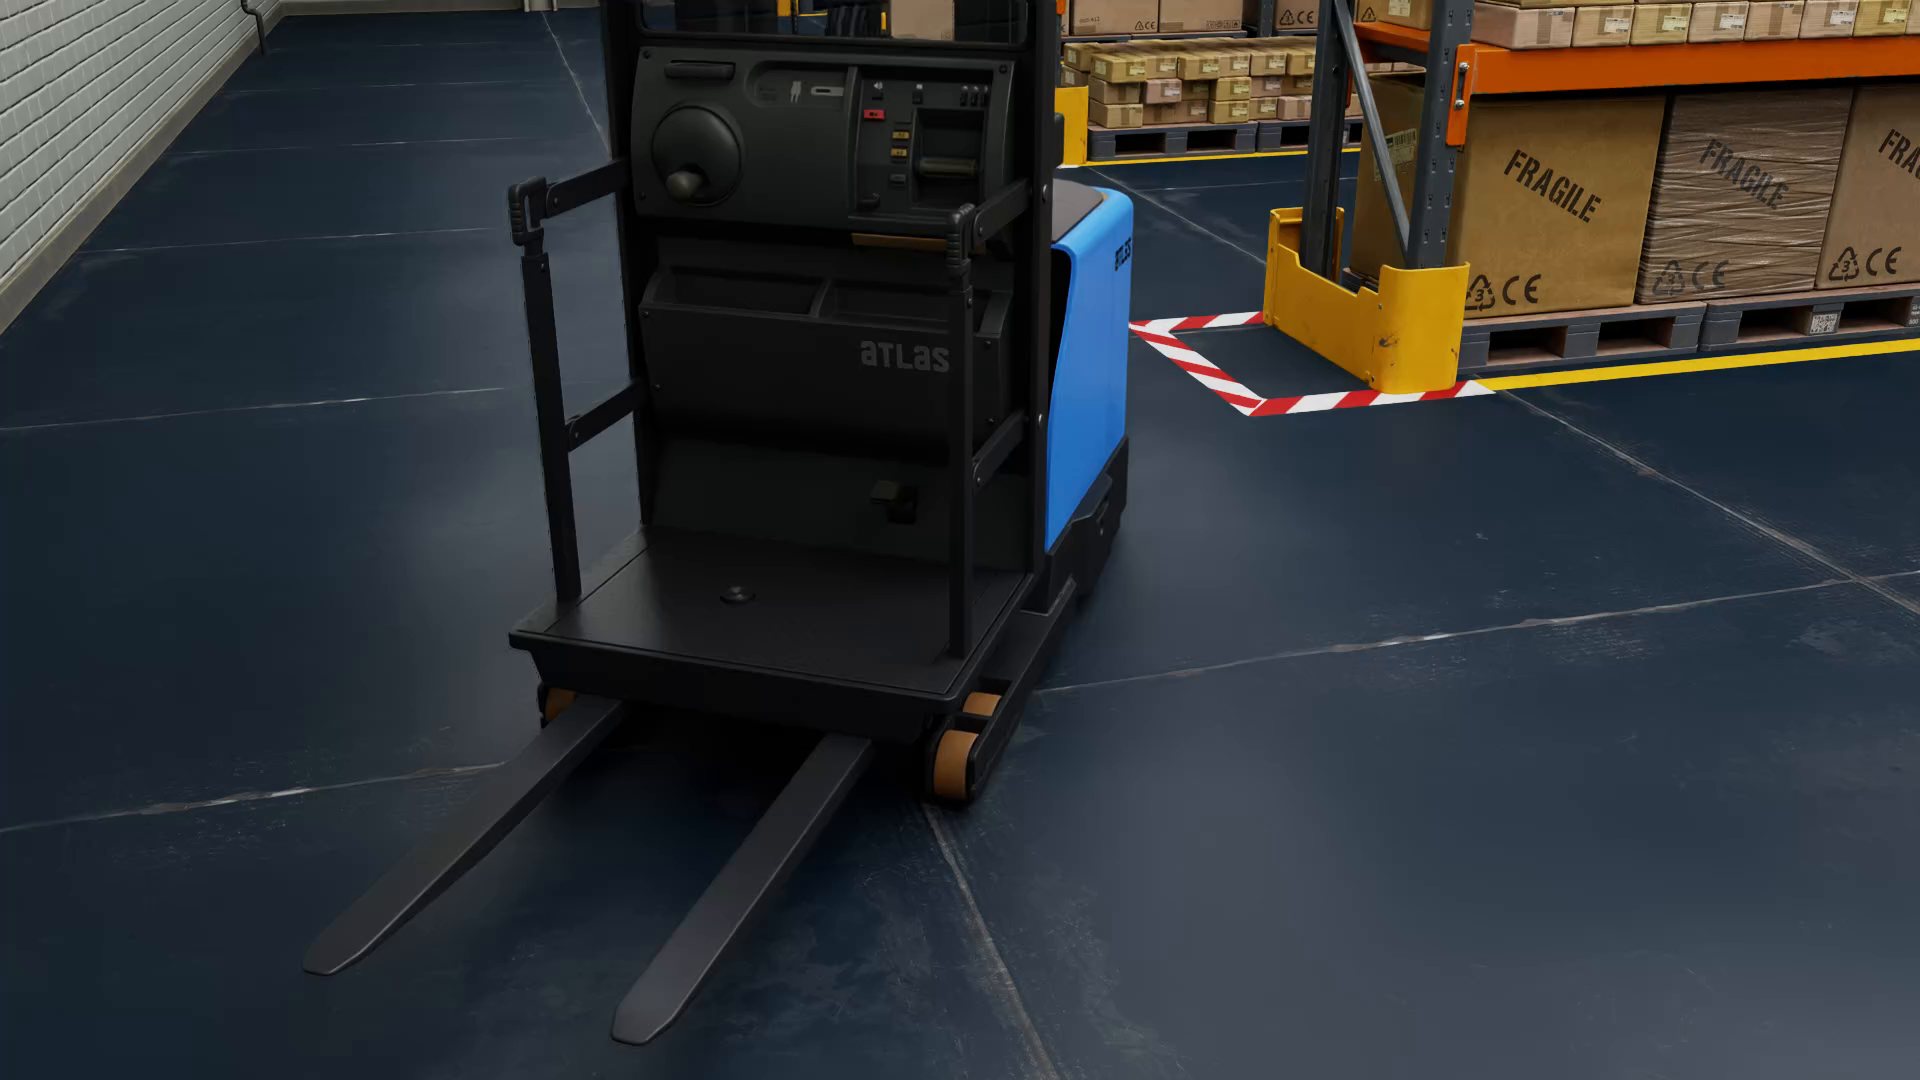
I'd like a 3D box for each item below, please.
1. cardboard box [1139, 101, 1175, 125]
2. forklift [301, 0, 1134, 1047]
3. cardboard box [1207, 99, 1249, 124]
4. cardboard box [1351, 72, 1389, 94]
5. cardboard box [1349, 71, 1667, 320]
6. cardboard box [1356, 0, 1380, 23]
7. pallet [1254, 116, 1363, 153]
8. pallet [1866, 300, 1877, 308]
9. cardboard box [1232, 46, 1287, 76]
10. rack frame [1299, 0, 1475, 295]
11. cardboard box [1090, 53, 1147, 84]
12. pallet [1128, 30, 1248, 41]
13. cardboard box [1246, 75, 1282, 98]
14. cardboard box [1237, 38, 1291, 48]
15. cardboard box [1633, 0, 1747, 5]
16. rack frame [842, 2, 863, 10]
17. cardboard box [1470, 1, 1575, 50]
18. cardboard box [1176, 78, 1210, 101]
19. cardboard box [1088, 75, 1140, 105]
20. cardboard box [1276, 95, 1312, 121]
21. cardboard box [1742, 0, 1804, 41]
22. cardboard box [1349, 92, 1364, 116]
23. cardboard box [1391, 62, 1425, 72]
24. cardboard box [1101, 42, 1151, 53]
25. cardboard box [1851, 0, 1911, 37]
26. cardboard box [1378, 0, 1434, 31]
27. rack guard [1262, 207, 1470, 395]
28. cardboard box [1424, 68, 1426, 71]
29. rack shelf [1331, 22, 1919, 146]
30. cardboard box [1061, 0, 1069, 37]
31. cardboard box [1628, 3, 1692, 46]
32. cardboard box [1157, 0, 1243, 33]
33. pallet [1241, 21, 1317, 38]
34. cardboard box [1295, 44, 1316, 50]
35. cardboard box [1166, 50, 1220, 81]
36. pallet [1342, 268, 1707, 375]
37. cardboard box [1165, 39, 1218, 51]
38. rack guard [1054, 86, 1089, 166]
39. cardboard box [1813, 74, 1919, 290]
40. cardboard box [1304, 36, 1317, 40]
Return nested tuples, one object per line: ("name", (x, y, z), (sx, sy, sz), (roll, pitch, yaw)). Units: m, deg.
("cardboard box", (1.287, -2.961, 11.429), (0.250, 0.149, 0.380), (-6, 24, -15))
("forklift", (-0.392, -0.918, 3.673), (1.130, 2.935, 3.031), (7, 24, 16))
("cardboard box", (1.800, -2.976, 11.464), (0.250, 0.149, 0.380), (-6, 24, -14))
("cardboard box", (2.818, -3.262, 11.755), (0.250, 0.149, 0.380), (-7, 24, -17))
("cardboard box", (2.304, -1.506, 7.118), (0.875, 0.875, 0.875), (-6, 24, -14))
("cardboard box", (4.326, -5.792, 17.105), (0.875, 0.875, 0.875), (-6, 24, -13))
("pallet", (2.504, -3.013, 12.004), (1.213, 0.211, 1.003), (-6, 24, -14))
("pallet", (4.807, -1.284, 7.975), (1.213, 0.211, 1.003), (-6, 24, -14))
("cardboard box", (2.059, -3.305, 11.477), (0.250, 0.149, 0.380), (-5, 24, -12))
("rack frame", (1.709, -2.191, 6.552), (0.127, 3.000, 1.000), (-6, 24, -14))
("cardboard box", (1.063, -3.168, 11.157), (0.250, 0.149, 0.380), (-7, 24, -17))
("pallet", (2.130, -5.047, 16.744), (1.213, 0.211, 1.003), (-6, 24, -14))
("cardboard box", (2.037, -3.181, 11.564), (0.250, 0.149, 0.380), (-7, 24, -17))
("cardboard box", (2.174, -3.514, 11.963), (0.250, 0.149, 0.380), (-7, 24, -16))
("cardboard box", (2.743, -2.265, 6.538), (0.500, 0.250, 0.500), (-7, 24, -15))
("rack frame", (-0.968, -5.953, 15.321), (0.127, 3.000, 1.000), (-6, 24, -14))
("cardboard box", (2.140, -1.988, 6.398), (0.250, 0.149, 0.380), (-6, 24, -14))
("cardboard box", (1.531, -3.130, 11.446), (0.250, 0.149, 0.380), (-6, 24, -14))
("cardboard box", (1.040, -3.063, 11.289), (0.250, 0.149, 0.380), (-5, 24, -12))
("cardboard box", (2.284, -3.032, 11.596), (0.250, 0.149, 0.380), (-8, 24, -17))
("cardboard box", (3.129, -2.098, 6.654), (0.250, 0.149, 0.380), (-7, 24, -15))
("cardboard box", (2.766, -3.110, 11.777), (0.250, 0.149, 0.380), (-6, 24, -13))
("cardboard box", (3.066, -3.397, 11.691), (0.250, 0.149, 0.380), (-8, 24, -17))
("cardboard box", (1.165, -3.399, 11.695), (0.250, 0.149, 0.380), (-6, 24, -13))
("cardboard box", (3.620, -2.152, 6.781), (0.250, 0.149, 0.380), (-7, 24, -16))
("cardboard box", (1.963, -2.238, 6.981), (0.250, 0.149, 0.380), (-6, 24, -13))
("rack guard", (1.686, -1.040, 7.039), (0.348, 0.500, 1.175), (-6, 24, -14))
("cardboard box", (3.322, -3.318, 11.884), (0.250, 0.149, 0.380), (-6, 24, -14))
("rack shelf", (3.635, -2.073, 7.190), (4.000, 0.370, 1.077), (-6, 24, -14))
("cardboard box", (0.519, -5.178, 16.230), (0.875, 0.438, 0.875), (-6, 24, -13))
("cardboard box", (2.633, -2.043, 6.527), (0.250, 0.149, 0.380), (-7, 24, -16))
("cardboard box", (2.250, -5.369, 16.675), (0.875, 0.438, 0.875), (-7, 24, -15))
("pallet", (3.606, -5.209, 17.122), (1.213, 0.211, 1.003), (-6, 24, -14))
("cardboard box", (2.541, -3.379, 11.649), (0.250, 0.149, 0.380), (-6, 24, -14))
("cardboard box", (1.573, -3.221, 11.281), (0.250, 0.149, 0.380), (-6, 24, -15))
("pallet", (2.458, -1.024, 7.370), (1.213, 0.211, 1.003), (-6, 24, -14))
("cardboard box", (1.647, -3.478, 11.880), (0.250, 0.149, 0.380), (-7, 24, -16))
("rack guard", (0.540, -2.944, 11.478), (0.348, 0.500, 1.175), (-6, 24, -14))
("cardboard box", (4.037, -1.698, 7.565), (0.875, 0.875, 0.875), (-6, 24, -14))
("cardboard box", (2.667, -3.564, 12.080), (0.250, 0.149, 0.380), (-7, 24, -17))
